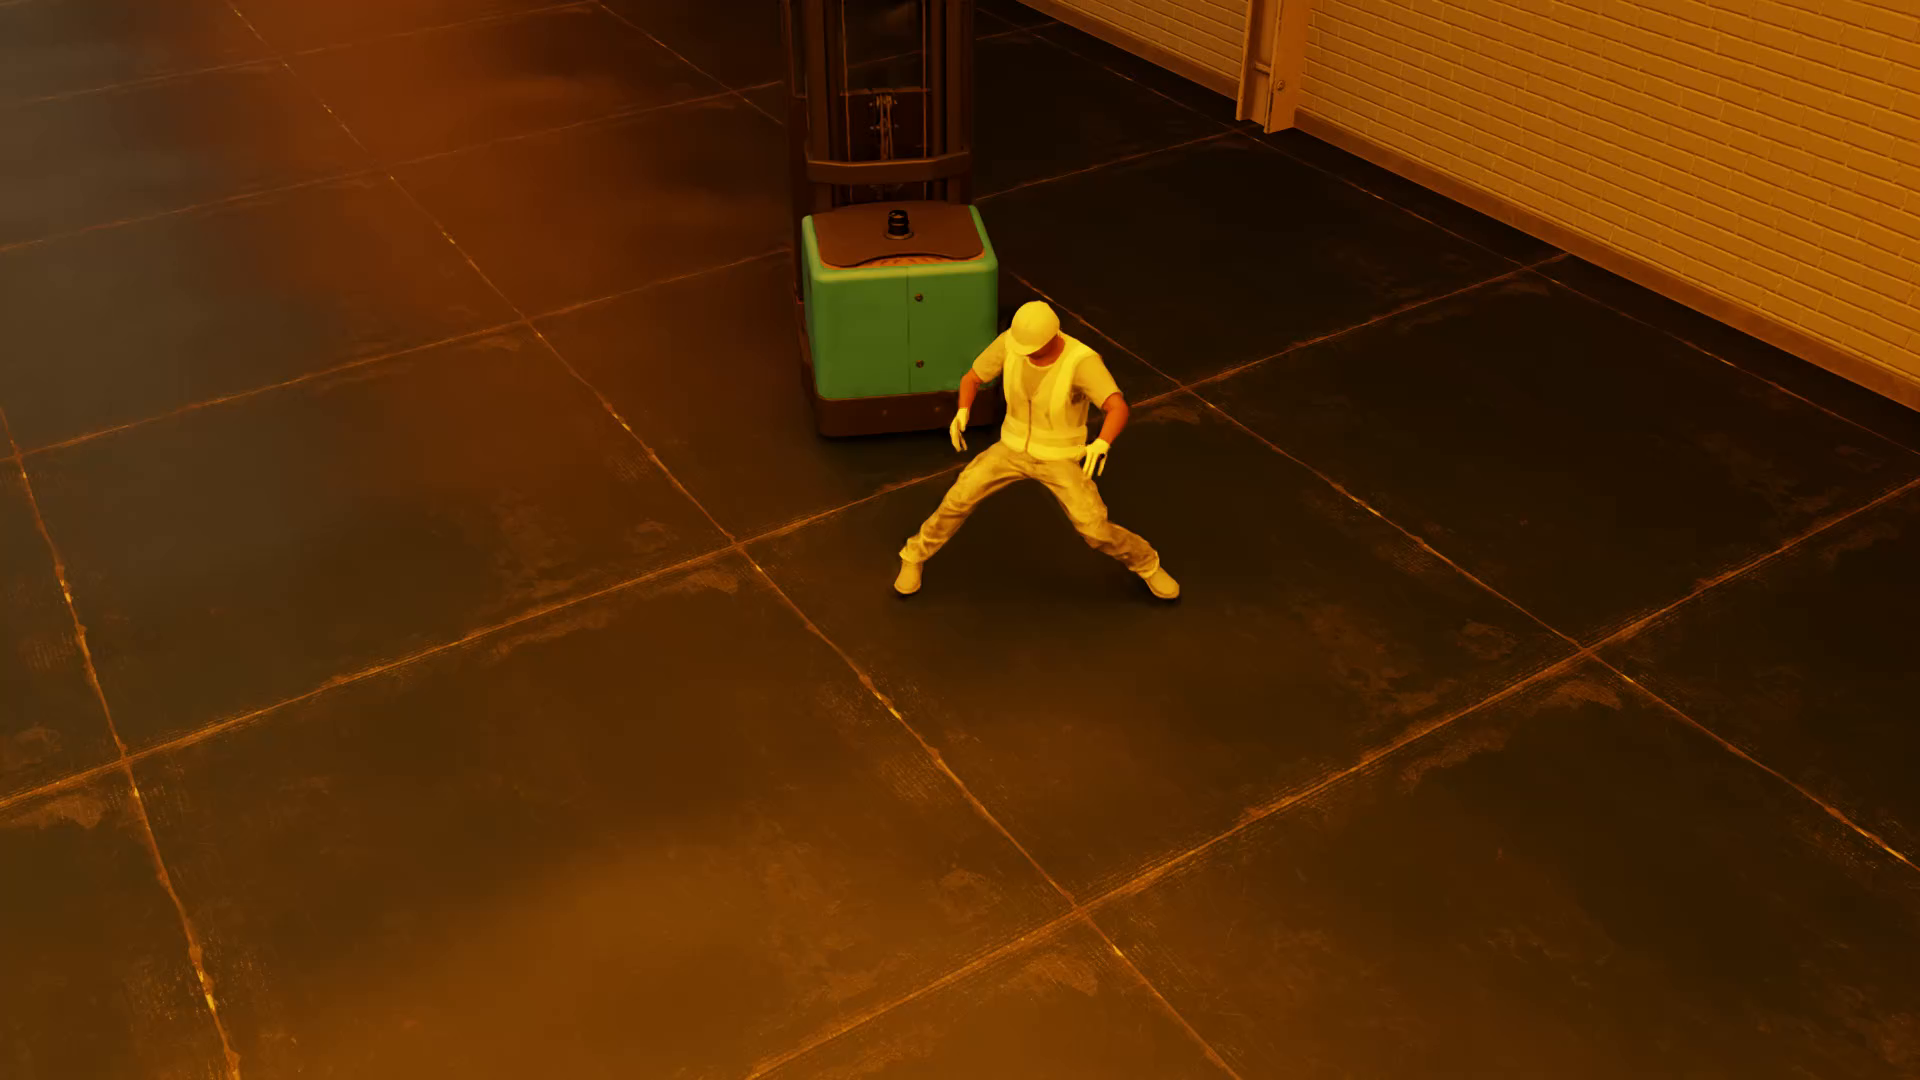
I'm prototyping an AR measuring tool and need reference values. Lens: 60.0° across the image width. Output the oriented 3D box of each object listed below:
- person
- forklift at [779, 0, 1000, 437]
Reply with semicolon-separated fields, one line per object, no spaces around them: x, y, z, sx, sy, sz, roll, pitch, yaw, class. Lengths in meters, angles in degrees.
0.370;-0.389;7.886;1.331;1.564;0.839;20;40;26;person
-0.506;-2.619;9.875;1.130;2.935;3.031;-5;35;-7;forklift
